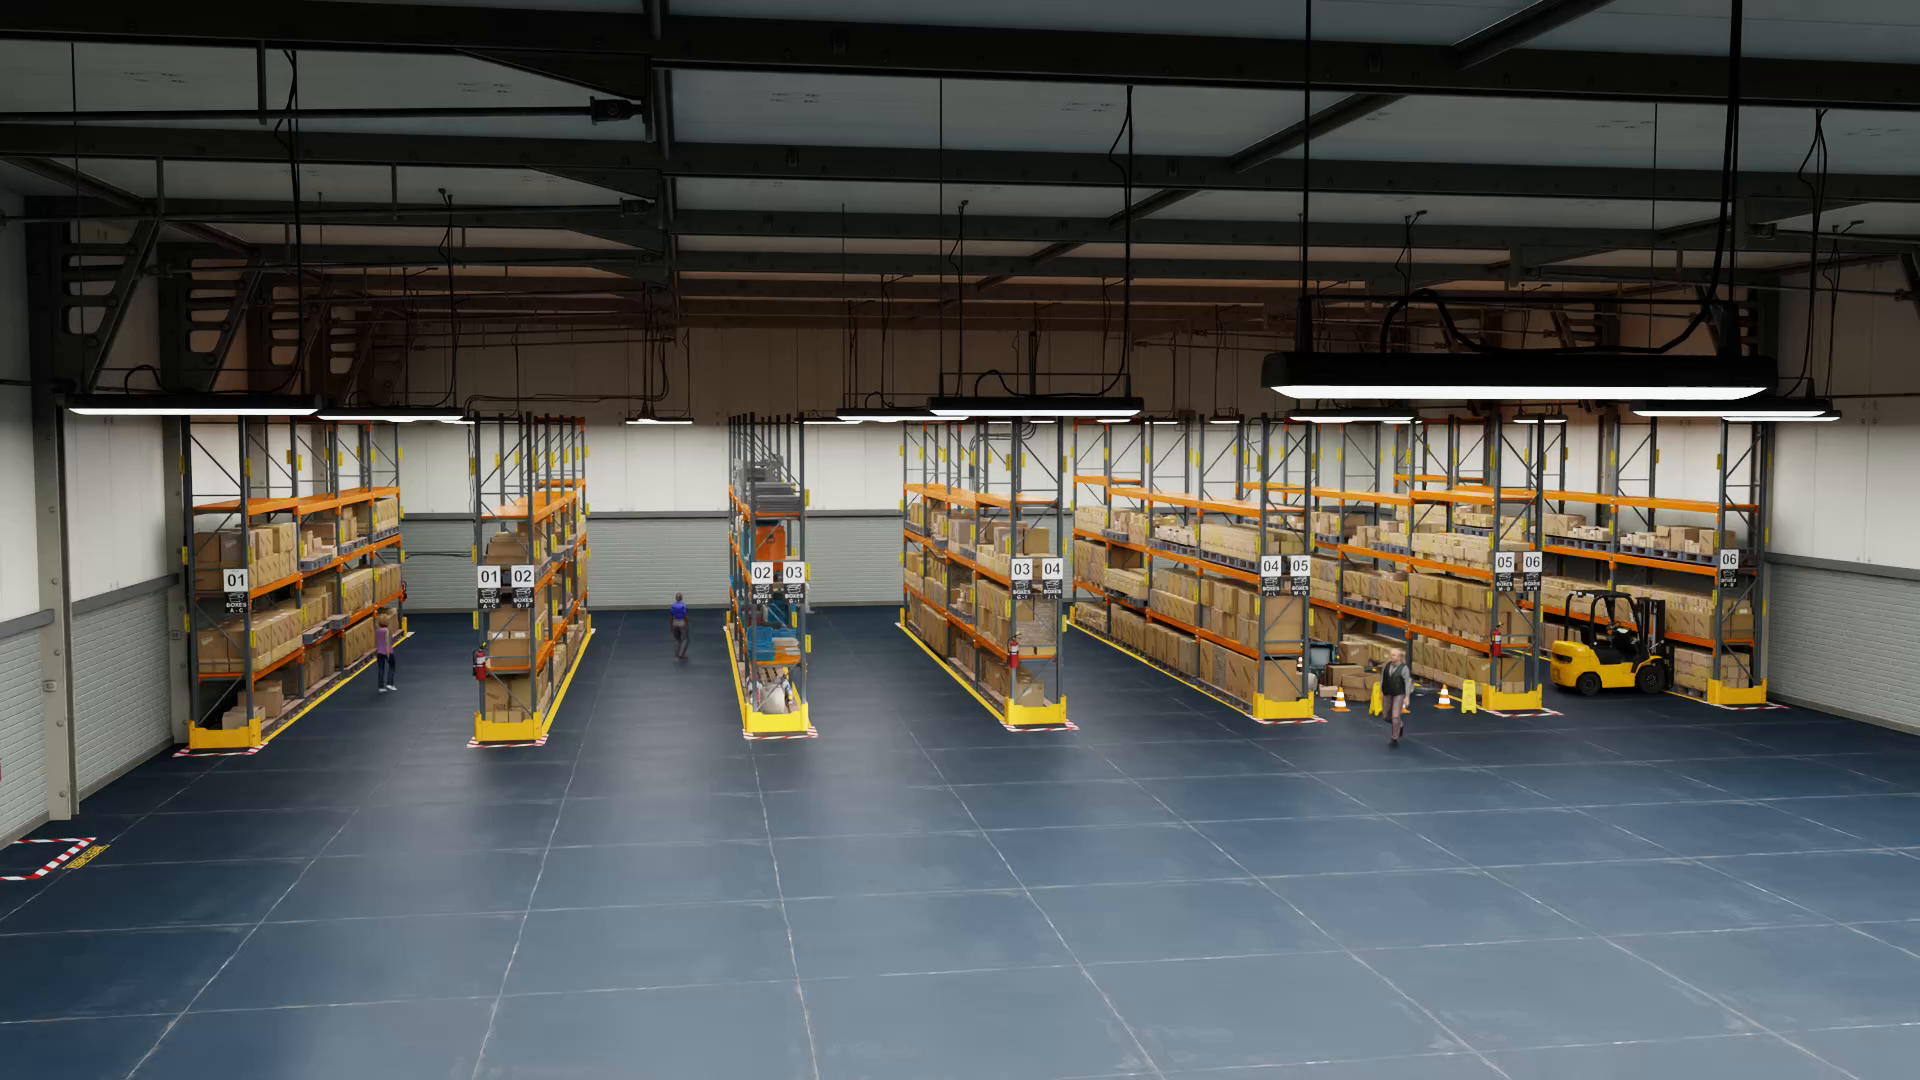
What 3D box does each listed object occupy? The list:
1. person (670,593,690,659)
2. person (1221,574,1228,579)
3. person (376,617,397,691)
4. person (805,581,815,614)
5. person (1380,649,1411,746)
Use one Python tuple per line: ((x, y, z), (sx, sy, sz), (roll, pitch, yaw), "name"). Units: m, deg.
((-6.896, 2.134, 40.869), (0.503, 1.634, 0.490), (1, 4, 17), "person")
((7.311, 1.753, 45.594), (0.582, 1.754, 0.547), (0, 4, -6), "person")
((-12.474, 2.496, 35.960), (0.416, 1.591, 0.514), (0, 4, 3), "person")
((-4.881, 1.429, 50.889), (0.953, 1.647, 0.458), (1, 4, 9), "person")
((7.868, 2.816, 30.073), (0.582, 1.703, 0.788), (4, 5, 43), "person")
